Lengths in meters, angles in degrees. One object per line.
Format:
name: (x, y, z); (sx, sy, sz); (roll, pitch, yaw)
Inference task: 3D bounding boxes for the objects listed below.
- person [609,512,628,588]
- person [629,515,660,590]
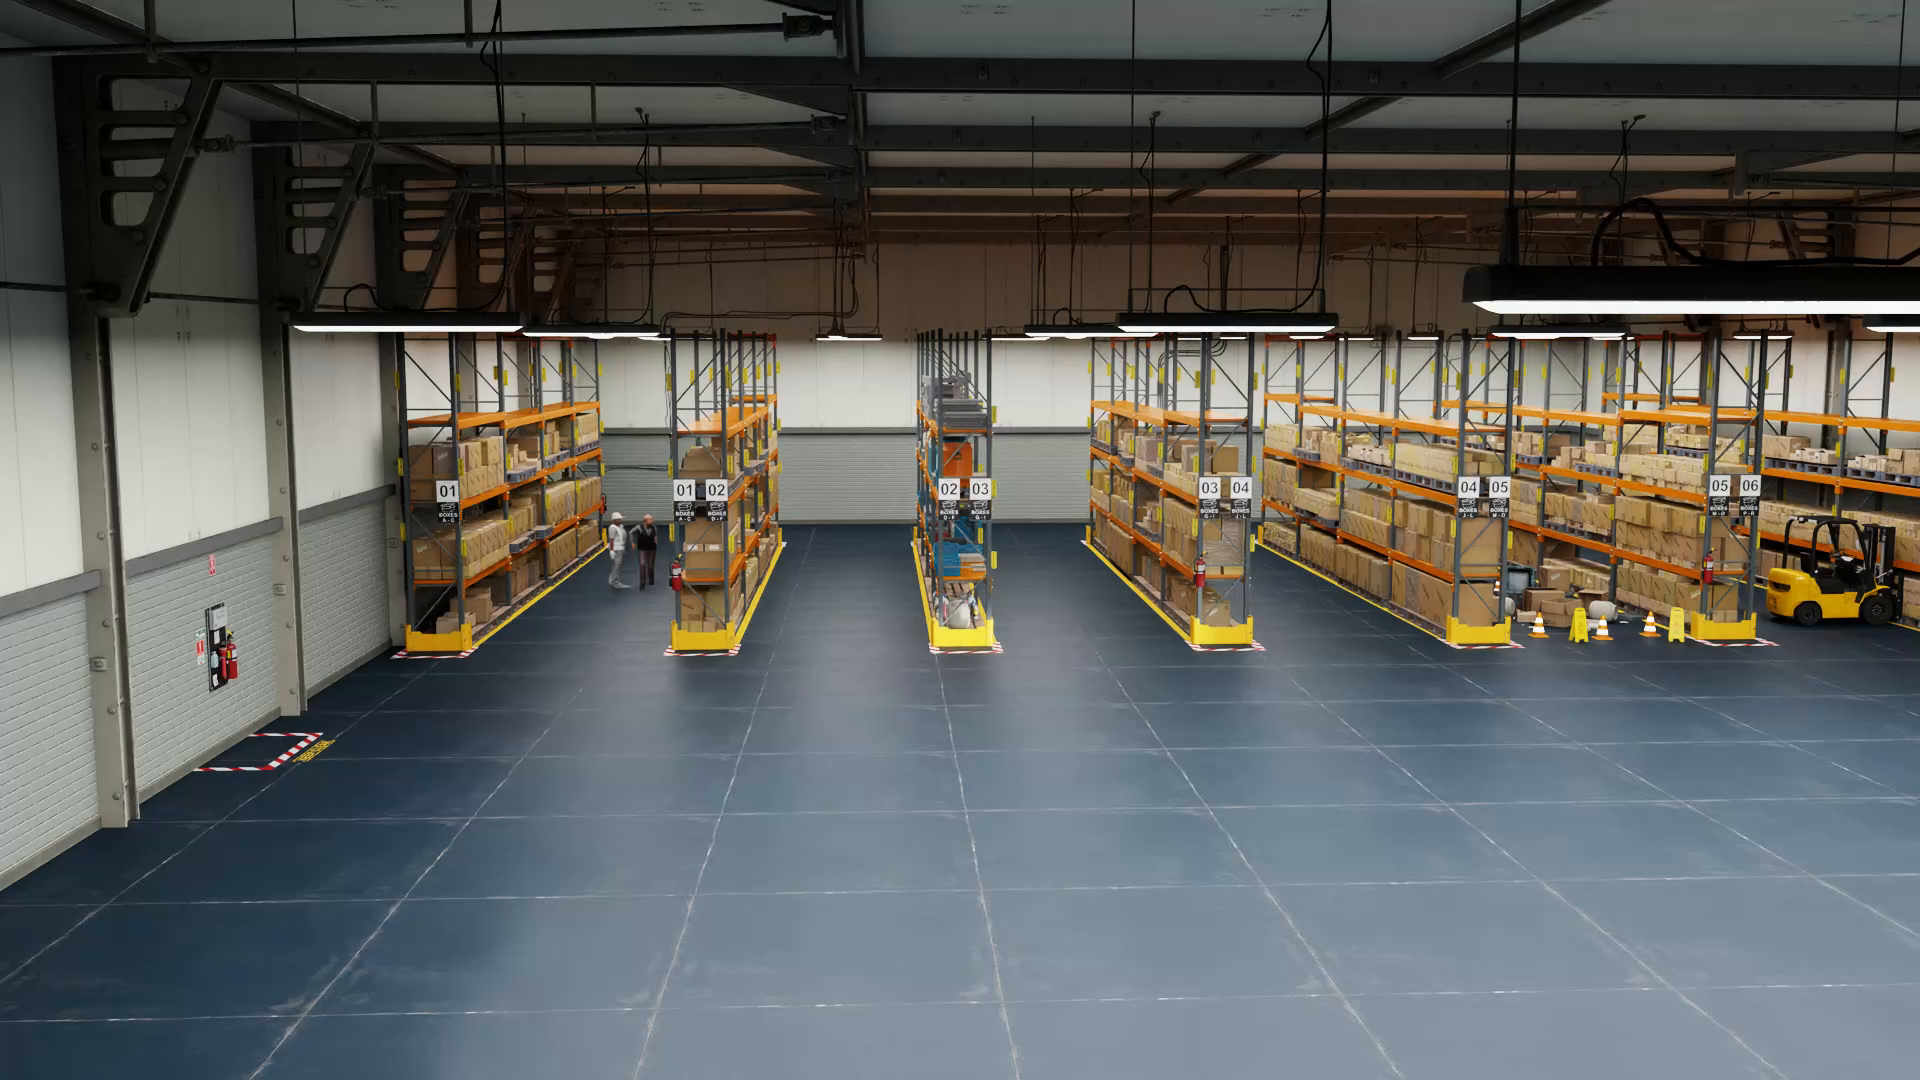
person: (-8.019, 0.236, 38.944); (0.446, 1.789, 0.571); (-1, 7, -9)
person: (-7.390, 0.259, 38.926); (0.692, 1.694, 0.995); (-1, 7, -5)
